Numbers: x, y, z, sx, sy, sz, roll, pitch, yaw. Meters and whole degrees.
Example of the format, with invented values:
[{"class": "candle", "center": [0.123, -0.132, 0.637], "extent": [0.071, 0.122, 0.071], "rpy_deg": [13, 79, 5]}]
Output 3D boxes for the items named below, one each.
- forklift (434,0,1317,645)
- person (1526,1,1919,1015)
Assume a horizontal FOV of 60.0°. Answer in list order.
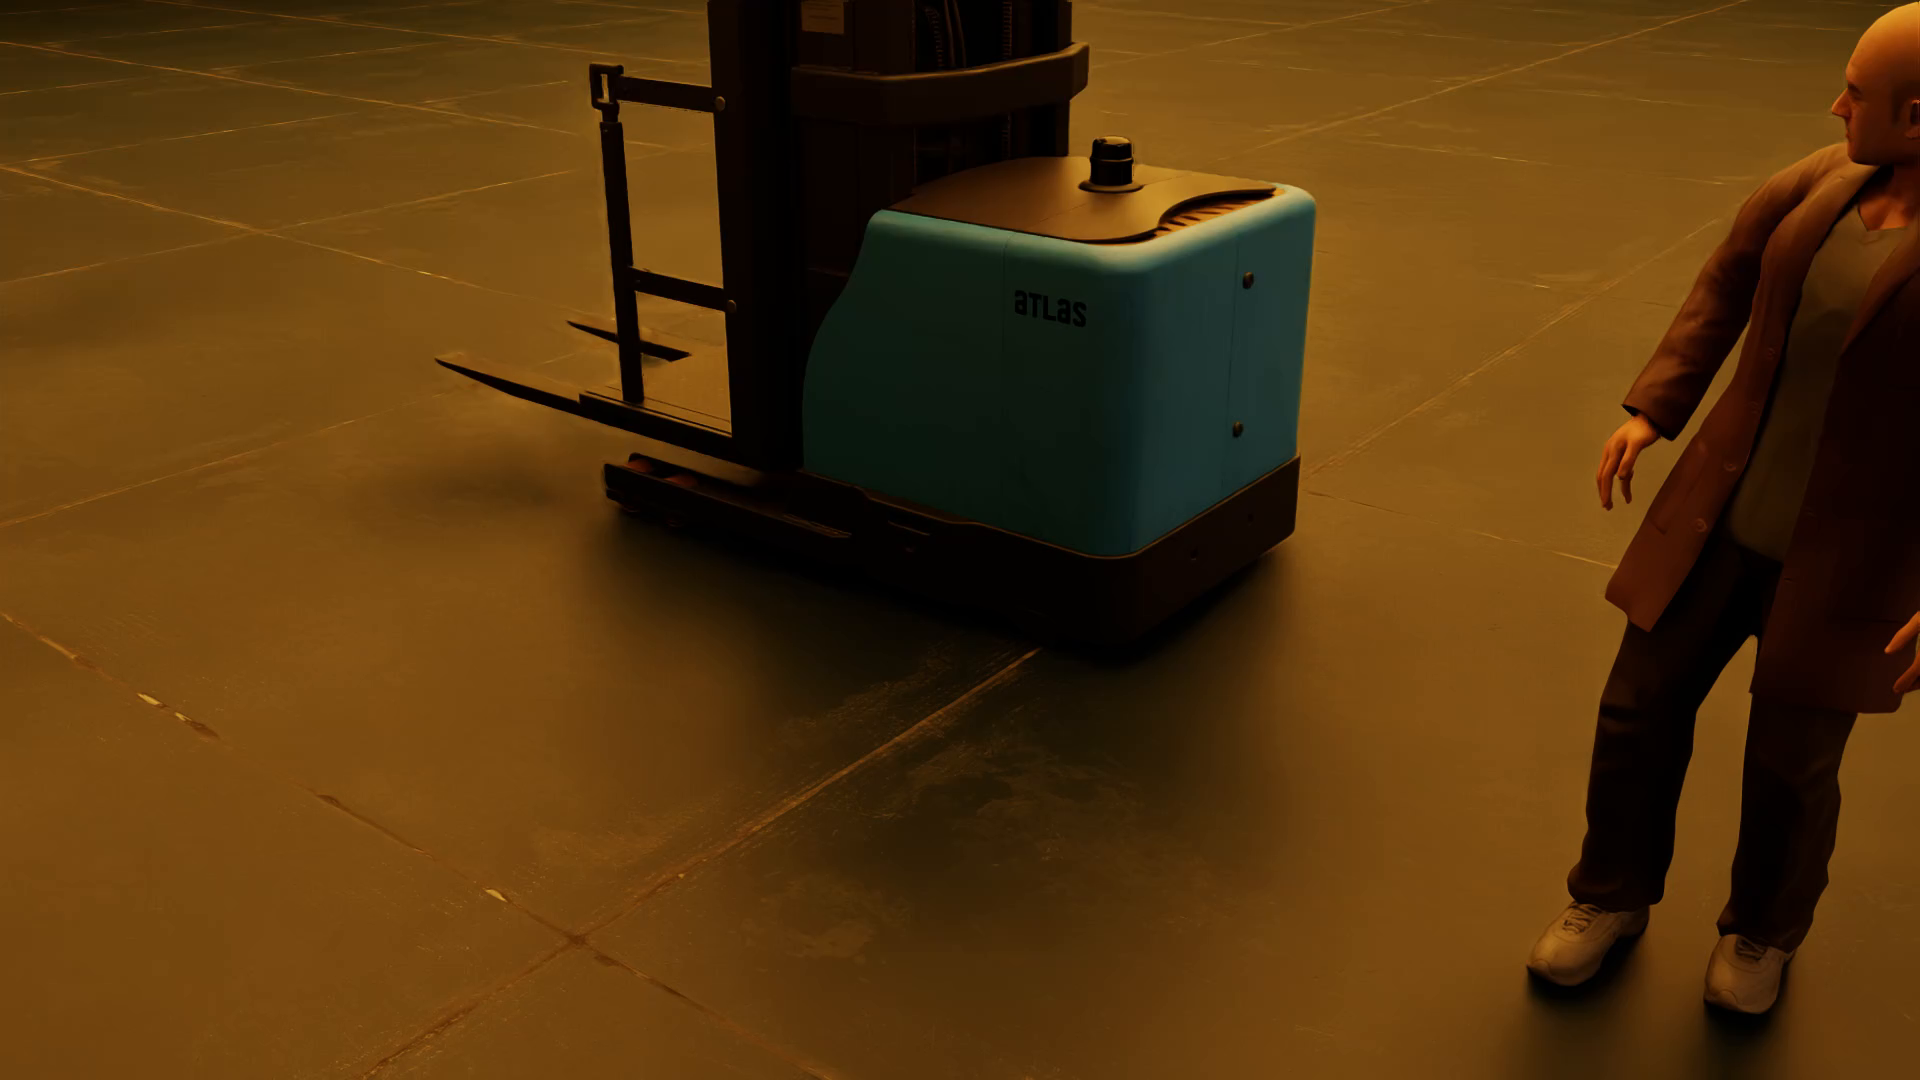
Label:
[{"class": "forklift", "center": [-0.485, -1.530, 4.858], "extent": [3.031, 2.935, 1.130], "rpy_deg": [17, 29, 34]}, {"class": "person", "center": [1.382, 0.018, 2.767], "extent": [0.558, 1.759, 0.799], "rpy_deg": [-16, 28, -32]}]
